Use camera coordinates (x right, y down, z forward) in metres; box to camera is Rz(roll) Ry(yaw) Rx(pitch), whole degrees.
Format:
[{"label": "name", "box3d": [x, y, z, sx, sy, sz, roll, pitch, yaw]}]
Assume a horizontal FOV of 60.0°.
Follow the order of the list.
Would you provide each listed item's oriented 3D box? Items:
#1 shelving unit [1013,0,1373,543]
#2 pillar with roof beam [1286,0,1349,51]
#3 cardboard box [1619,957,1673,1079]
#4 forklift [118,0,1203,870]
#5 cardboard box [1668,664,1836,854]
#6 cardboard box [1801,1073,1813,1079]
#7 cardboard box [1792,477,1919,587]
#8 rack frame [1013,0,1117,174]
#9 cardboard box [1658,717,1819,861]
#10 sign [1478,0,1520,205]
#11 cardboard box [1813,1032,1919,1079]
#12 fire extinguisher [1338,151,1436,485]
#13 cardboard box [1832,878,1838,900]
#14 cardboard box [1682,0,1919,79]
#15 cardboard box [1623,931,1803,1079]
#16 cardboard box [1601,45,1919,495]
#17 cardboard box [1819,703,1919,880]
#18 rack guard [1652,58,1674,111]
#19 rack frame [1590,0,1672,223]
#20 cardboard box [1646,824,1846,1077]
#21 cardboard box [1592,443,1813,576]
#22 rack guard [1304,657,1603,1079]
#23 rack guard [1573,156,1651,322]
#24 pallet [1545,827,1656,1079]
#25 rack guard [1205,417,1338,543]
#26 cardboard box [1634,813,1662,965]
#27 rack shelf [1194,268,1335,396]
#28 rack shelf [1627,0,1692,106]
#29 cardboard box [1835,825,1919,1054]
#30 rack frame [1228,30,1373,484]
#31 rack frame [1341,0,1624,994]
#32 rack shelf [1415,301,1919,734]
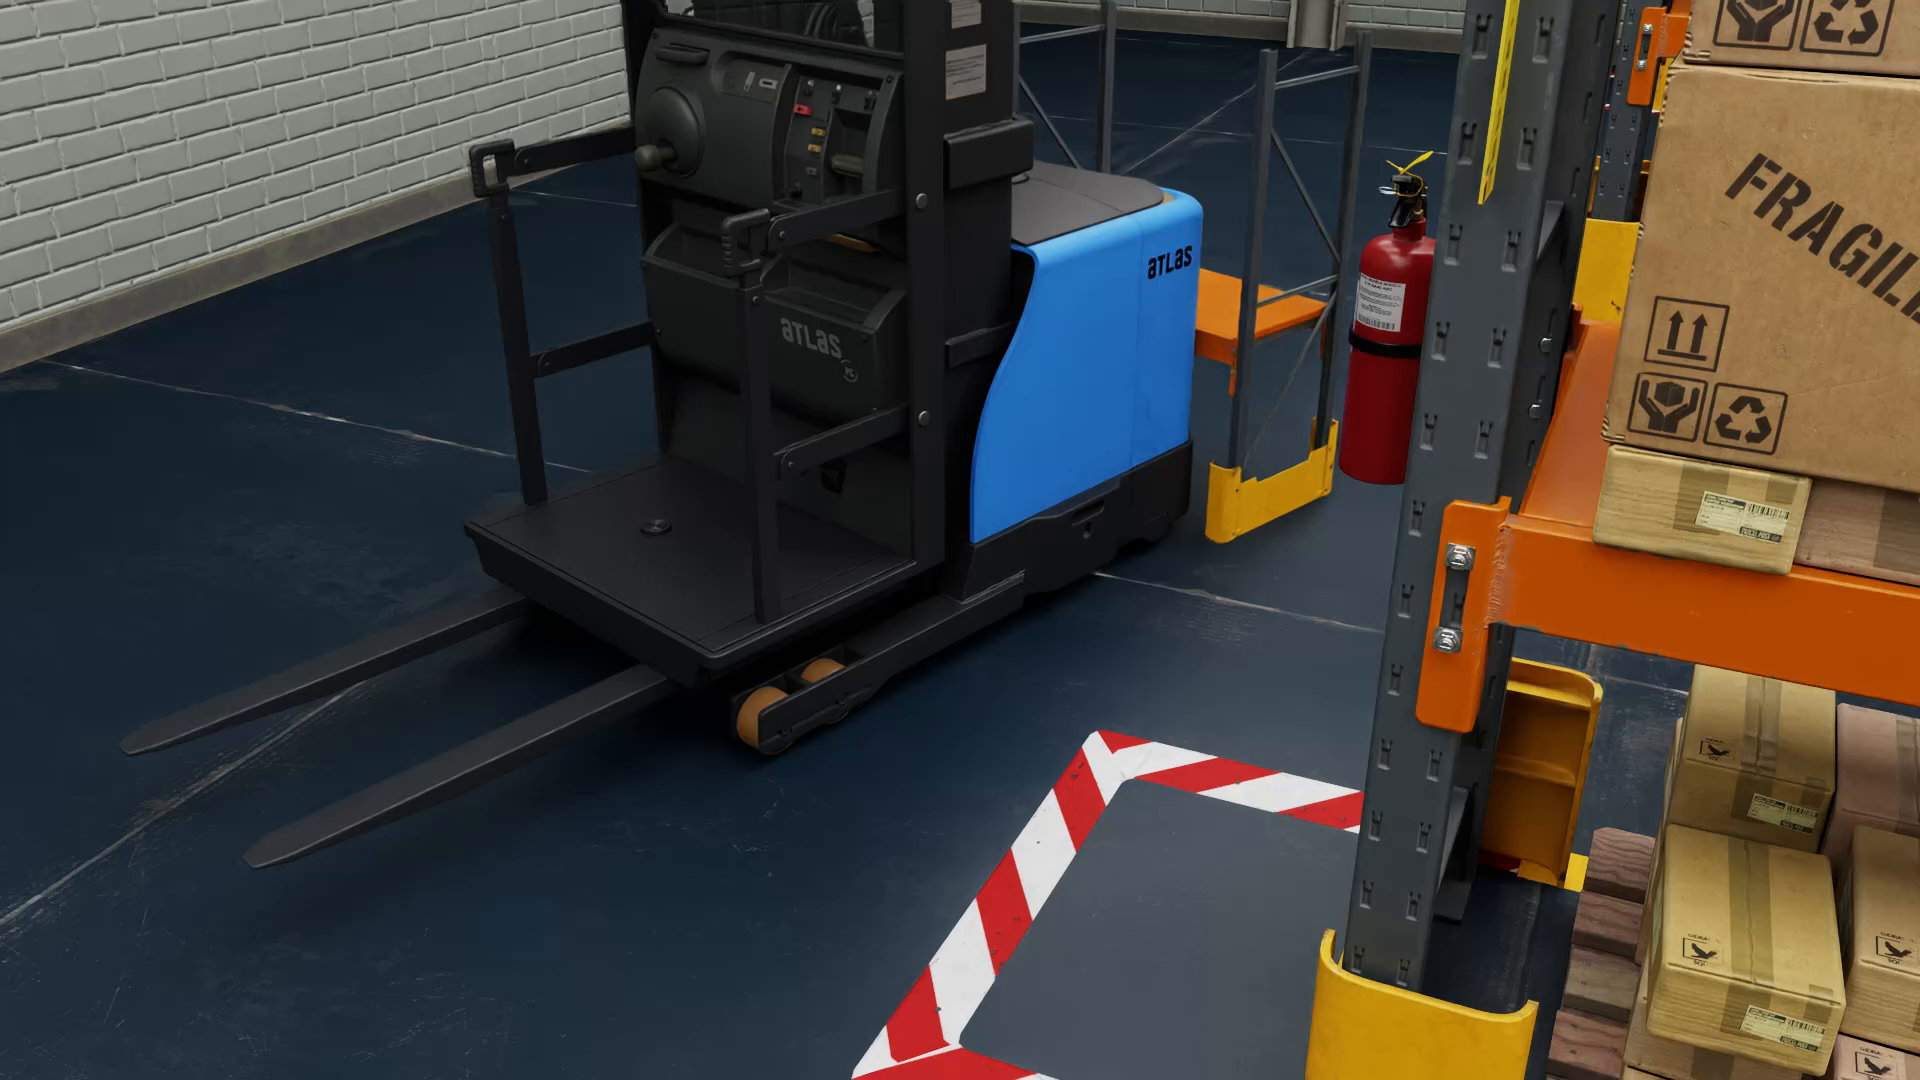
[{"label": "shelving unit", "box3d": [0.672, -0.922, 5.426, 0.587, 1.500, 1.083, -22, 34, -38]}, {"label": "pillar with roof beam", "box3d": [1.046, -6.239, 7.734, 0.400, 9.000, 9.100, 11, 28, 22]}, {"label": "cardboard box", "box3d": [1.246, 0.897, 2.783, 0.250, 0.149, 0.380, 12, 29, 23]}, {"label": "forklift", "box3d": [-0.645, -1.034, 4.031, 1.130, 2.935, 3.031, 23, 34, 38]}, {"label": "cardboard box", "box3d": [1.488, 0.401, 3.118, 0.250, 0.149, 0.380, 12, 29, 22]}, {"label": "cardboard box", "box3d": [1.518, 0.912, 2.753, 0.250, 0.149, 0.380, 11, 28, 22]}, {"label": "cardboard box", "box3d": [1.309, -0.084, 2.309, 0.250, 0.149, 0.380, 12, 29, 24]}, {"label": "rack frame", "box3d": [0.332, -1.084, 5.754, 0.500, 1.500, 0.032, -22, 34, -38]}, {"label": "cardboard box", "box3d": [1.500, 0.521, 3.211, 0.250, 0.149, 0.380, 11, 28, 20]}, {"label": "sign", "box3d": [0.677, -0.588, 2.068, 0.005, 0.325, 0.100, 11, 28, 22]}, {"label": "cardboard box", "box3d": [1.498, 0.811, 2.622, 0.250, 0.149, 0.380, 11, 28, 22]}, {"label": "fire extinguisher", "box3d": [0.863, -0.447, 3.272, 0.183, 0.674, 0.296, 11, 28, 22]}, {"label": "cardboard box", "box3d": [1.715, 0.591, 3.070, 0.250, 0.149, 0.380, 11, 28, 21]}, {"label": "cardboard box", "box3d": [1.200, -0.856, 2.010, 0.500, 0.500, 0.500, 11, 28, 21]}, {"label": "cardboard box", "box3d": [1.272, 0.738, 2.769, 0.250, 0.149, 0.380, 13, 29, 24]}, {"label": "cardboard box", "box3d": [1.196, -0.403, 2.222, 0.500, 0.500, 0.500, 13, 29, 24]}, {"label": "cardboard box", "box3d": [1.693, 0.470, 2.978, 0.250, 0.149, 0.380, 12, 29, 23]}, {"label": "rack guard", "box3d": [4.979, -3.288, 11.362, 0.348, 0.500, 1.175, 11, 28, 22]}, {"label": "rack frame", "box3d": [2.858, -2.427, 6.783, 0.127, 3.000, 1.000, 11, 28, 22]}, {"label": "cardboard box", "box3d": [1.238, 0.638, 2.636, 0.250, 0.149, 0.380, 10, 28, 19]}, {"label": "cardboard box", "box3d": [1.060, -0.114, 2.370, 0.250, 0.149, 0.380, 11, 28, 21]}, {"label": "rack guard", "box3d": [0.970, 0.718, 3.226, 0.348, 0.500, 1.175, 11, 28, 22]}, {"label": "rack guard", "box3d": [2.836, -1.309, 7.344, 0.348, 0.500, 1.175, 11, 28, 22]}, {"label": "pallet", "box3d": [1.695, 1.010, 2.960, 1.213, 0.211, 1.003, 11, 28, 22]}, {"label": "rack guard", "box3d": [1.011, -0.201, 5.375, 0.587, 0.250, 0.087, -22, 34, -38]}, {"label": "cardboard box", "box3d": [1.467, 0.685, 3.214, 0.250, 0.149, 0.380, 12, 29, 23]}, {"label": "rack shelf", "box3d": [0.678, -0.758, 5.499, 0.538, 0.185, 1.000, -22, 34, -38]}, {"label": "rack shelf", "box3d": [4.679, -1.738, 6.199, 4.000, 0.370, 1.077, 11, 28, 22]}, {"label": "cardboard box", "box3d": [1.538, 0.640, 2.632, 0.250, 0.149, 0.380, 12, 29, 23]}, {"label": "rack frame", "box3d": [1.024, -0.755, 5.086, 0.500, 1.500, 0.032, -22, 34, -38]}, {"label": "rack frame", "box3d": [0.901, -0.418, 2.702, 0.127, 3.000, 1.000, 11, 28, 22]}, {"label": "rack shelf", "box3d": [2.722, 0.271, 2.119, 4.000, 0.370, 1.077, 11, 28, 22]}]
